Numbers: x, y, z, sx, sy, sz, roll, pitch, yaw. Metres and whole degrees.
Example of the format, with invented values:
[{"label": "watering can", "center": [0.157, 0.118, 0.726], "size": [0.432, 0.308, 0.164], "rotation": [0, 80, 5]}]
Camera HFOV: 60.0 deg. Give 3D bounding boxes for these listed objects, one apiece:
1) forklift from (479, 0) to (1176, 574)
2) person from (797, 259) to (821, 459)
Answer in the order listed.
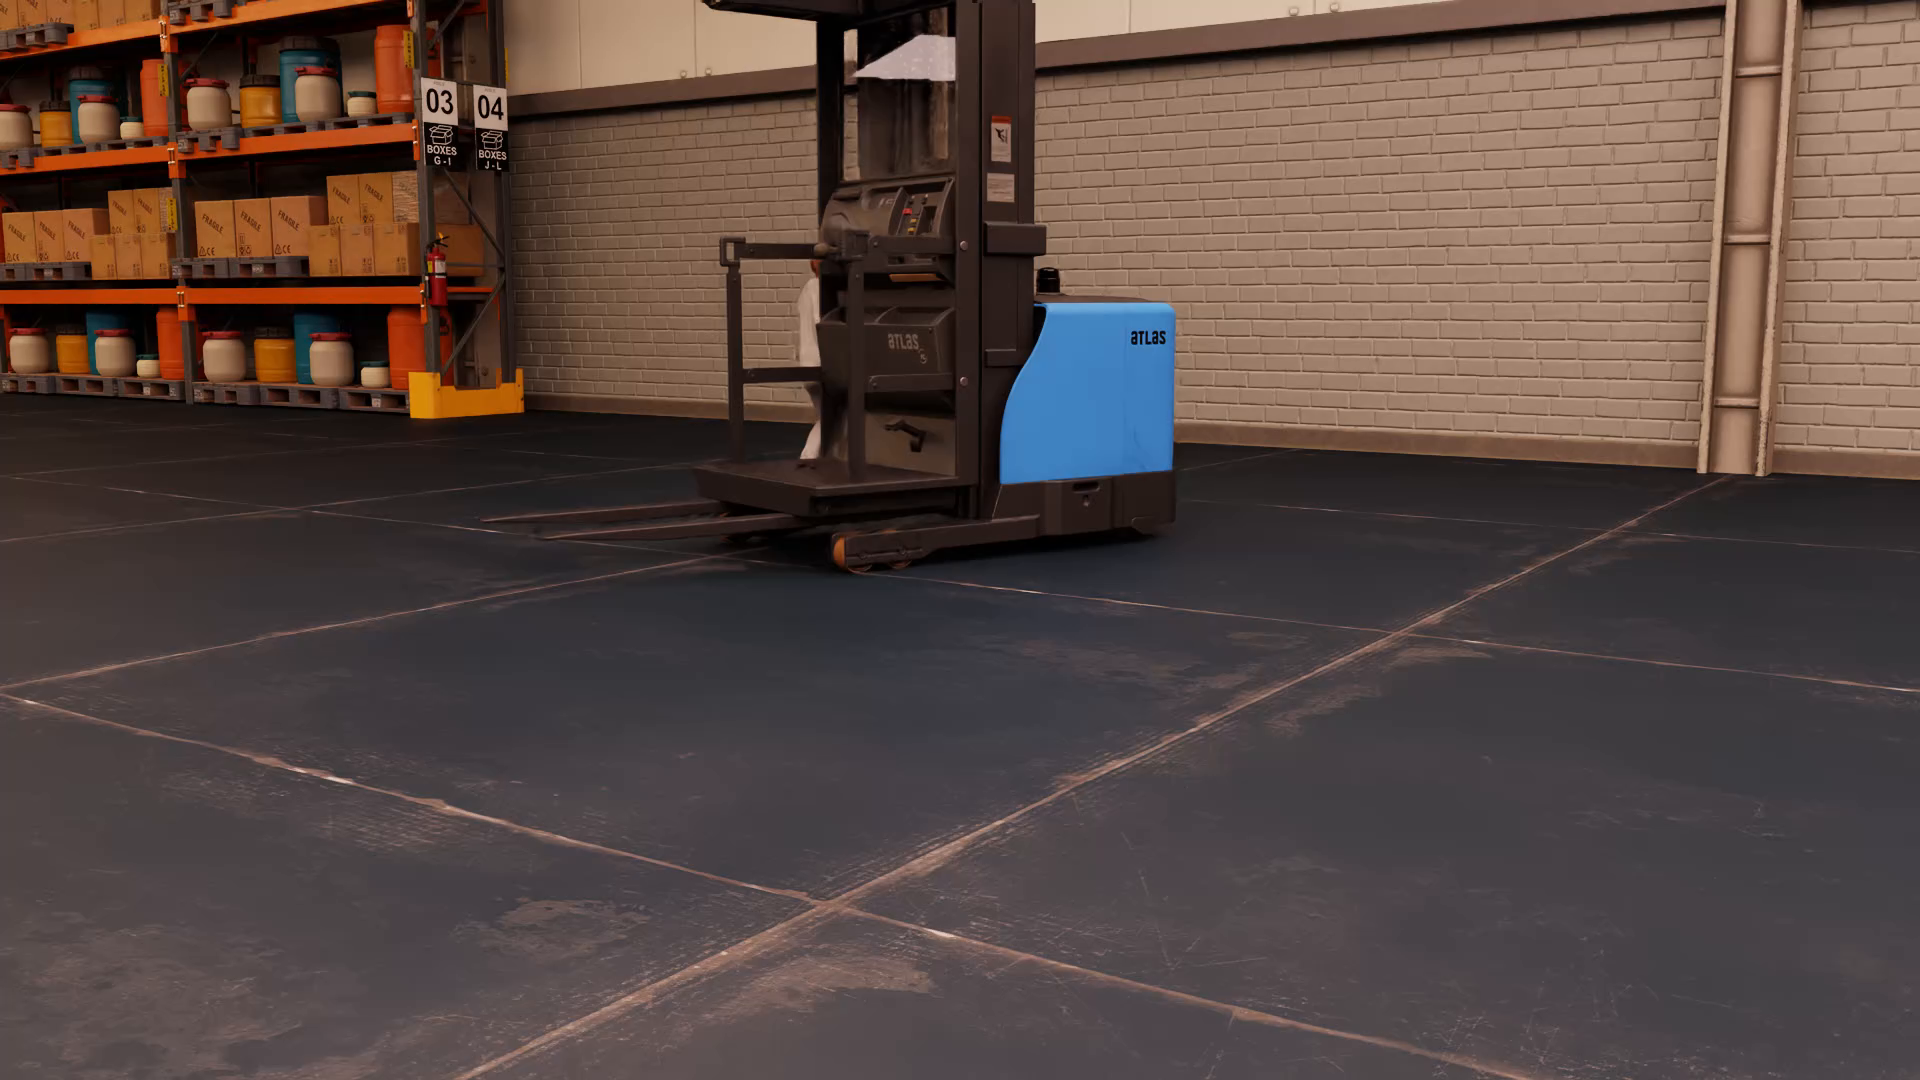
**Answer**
[{"label": "forklift", "center": [-0.491, -1.400, 7.039], "size": [3.031, 2.935, 1.130], "rotation": [-6, 10, -36]}, {"label": "person", "center": [-0.681, -1.042, 9.979], "size": [0.634, 1.424, 0.699], "rotation": [5, 10, 34]}]
